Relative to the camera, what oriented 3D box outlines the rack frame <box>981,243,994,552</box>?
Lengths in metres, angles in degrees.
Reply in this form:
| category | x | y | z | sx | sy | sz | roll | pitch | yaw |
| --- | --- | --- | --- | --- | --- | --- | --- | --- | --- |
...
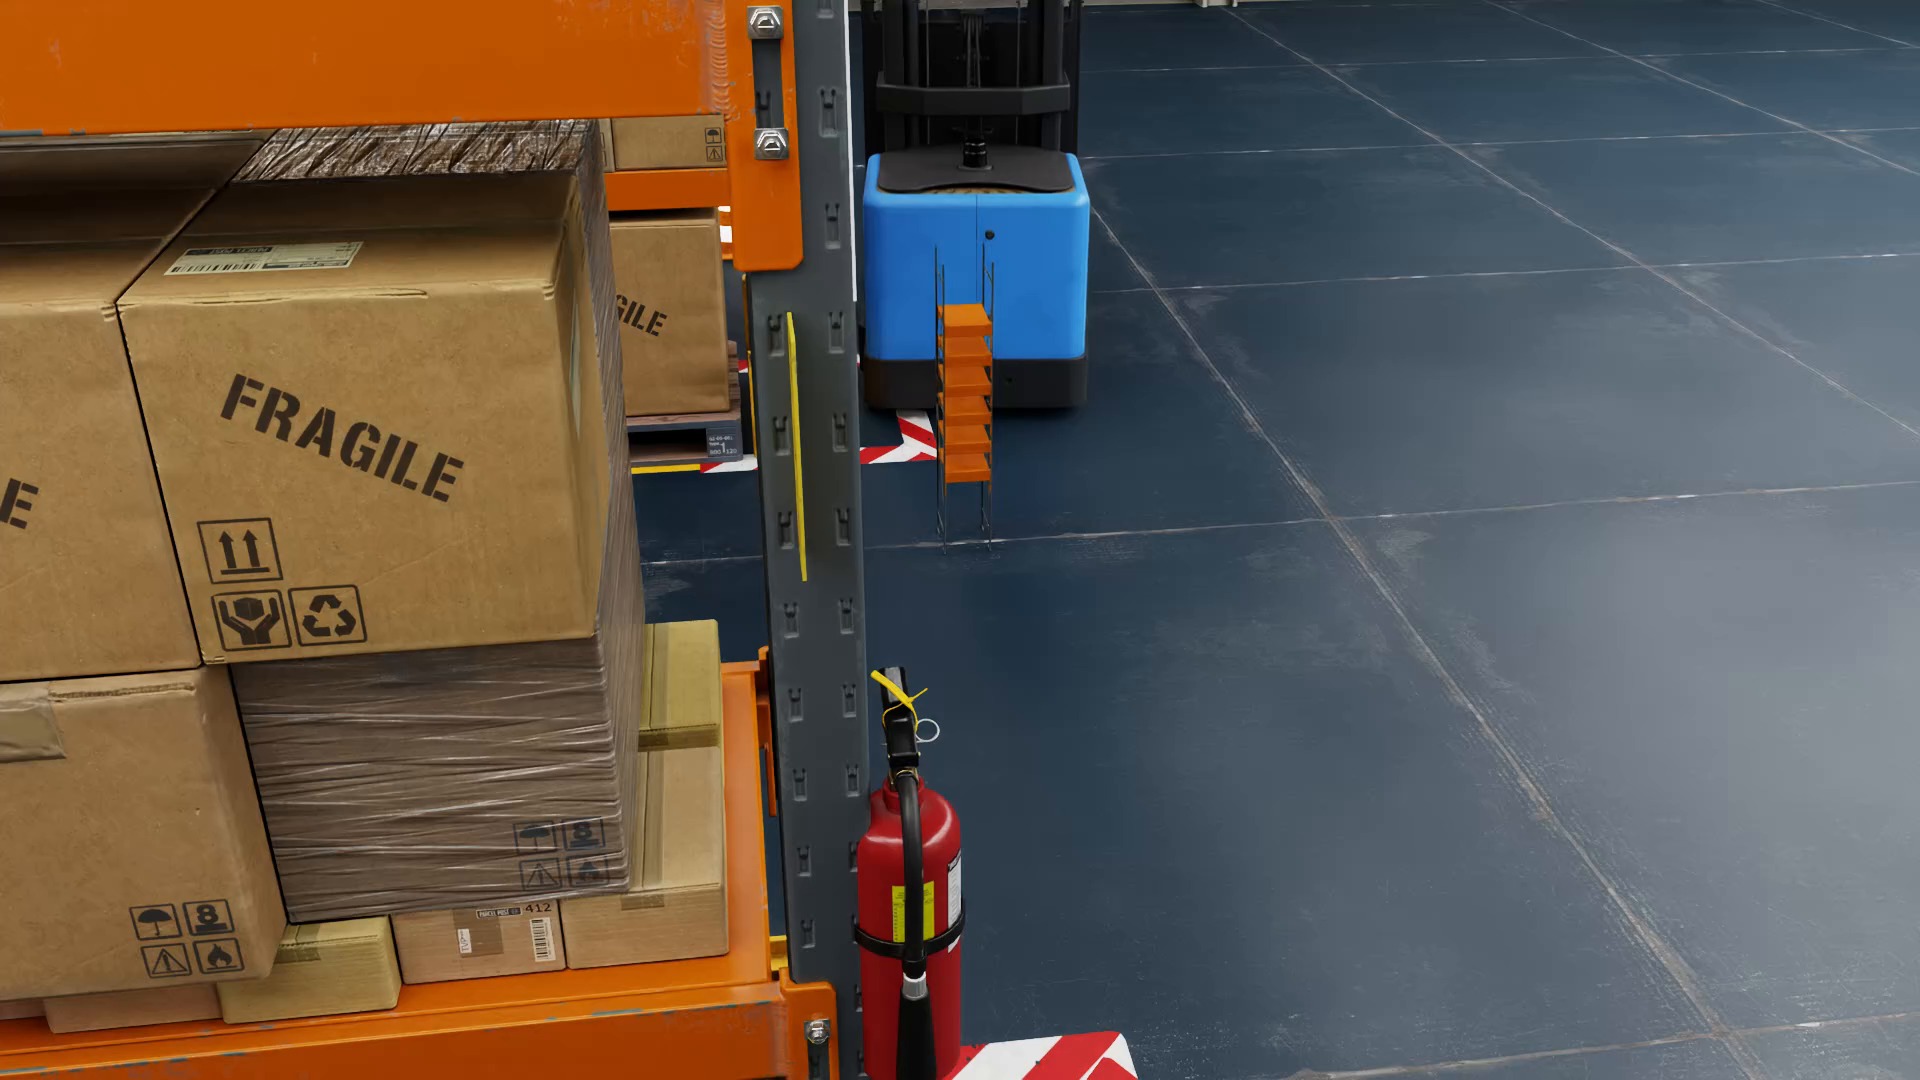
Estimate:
| category | x | y | z | sx | sy | sz | roll | pitch | yaw |
| --- | --- | --- | --- | --- | --- | --- | --- | --- | --- |
| rack frame | 0.105 | -0.541 | 6.489 | 0.006 | 1.200 | 0.240 | -4 | 27 | -7 |

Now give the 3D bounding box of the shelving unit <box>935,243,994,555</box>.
| category | x | y | z | sx | sy | sz | roll | pitch | yaw |
| --- | --- | --- | --- | --- | --- | --- | --- | --- | --- |
| shelving unit | 0.014 | -0.535 | 6.478 | 0.189 | 1.200 | 0.258 | -4 | 27 | -7 |

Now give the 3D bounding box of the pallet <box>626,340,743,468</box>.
| category | x | y | z | sx | sy | sz | roll | pitch | yaw |
| --- | --- | --- | --- | --- | --- | --- | --- | --- | --- |
| pallet | -1.632 | -0.631 | 7.749 | 1.213 | 0.211 | 1.003 | -4 | 27 | -7 |

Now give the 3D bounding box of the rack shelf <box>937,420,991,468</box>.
| category | x | y | z | sx | sy | sz | roll | pitch | yaw |
| --- | --- | --- | --- | --- | --- | --- | --- | --- | --- |
| rack shelf | 0.014 | -0.388 | 6.553 | 0.180 | 0.103 | 0.258 | -4 | 27 | -7 |

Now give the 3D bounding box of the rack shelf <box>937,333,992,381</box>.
| category | x | y | z | sx | sy | sz | roll | pitch | yaw |
| --- | --- | --- | --- | --- | --- | --- | --- | --- | --- |
| rack shelf | 0.014 | -0.709 | 6.389 | 0.180 | 0.103 | 0.258 | -4 | 27 | -7 |

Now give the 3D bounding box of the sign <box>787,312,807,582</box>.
| category | x | y | z | sx | sy | sz | roll | pitch | yaw |
| --- | --- | --- | --- | --- | --- | --- | --- | --- | --- |
| sign | -0.203 | -0.113 | 2.070 | 0.005 | 0.325 | 0.100 | -4 | 27 | -7 |

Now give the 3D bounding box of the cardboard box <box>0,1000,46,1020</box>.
| category | x | y | z | sx | sy | sz | roll | pitch | yaw |
| --- | --- | --- | --- | --- | --- | --- | --- | --- | --- |
| cardboard box | -1.505 | 0.575 | 2.620 | 0.250 | 0.149 | 0.380 | -4 | 27 | -7 |

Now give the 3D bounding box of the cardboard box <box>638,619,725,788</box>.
| category | x | y | z | sx | sy | sz | roll | pitch | yaw |
| --- | --- | --- | --- | --- | --- | --- | --- | --- | --- |
| cardboard box | -0.576 | 0.313 | 3.130 | 0.250 | 0.149 | 0.380 | -4 | 27 | -7 |

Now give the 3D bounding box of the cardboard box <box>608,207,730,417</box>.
| category | x | y | z | sx | sy | sz | roll | pitch | yaw |
| --- | --- | --- | --- | --- | --- | --- | --- | --- | --- |
| cardboard box | -1.514 | -1.127 | 7.527 | 0.875 | 0.875 | 0.875 | -4 | 27 | -7 |

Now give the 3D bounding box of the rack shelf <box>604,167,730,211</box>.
| category | x | y | z | sx | sy | sz | roll | pitch | yaw |
| --- | --- | --- | --- | --- | --- | --- | --- | --- | --- |
| rack shelf | -2.832 | -1.511 | 7.197 | 4.000 | 0.370 | 1.077 | -4 | 27 | -7 |

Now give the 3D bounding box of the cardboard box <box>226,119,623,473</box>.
| category | x | y | z | sx | sy | sz | roll | pitch | yaw |
| --- | --- | --- | --- | --- | --- | --- | --- | --- | --- |
| cardboard box | -0.843 | -0.419 | 2.751 | 0.500 | 0.500 | 0.500 | -4 | 27 | -7 |

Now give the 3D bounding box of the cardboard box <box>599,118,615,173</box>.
| category | x | y | z | sx | sy | sz | roll | pitch | yaw |
| --- | --- | --- | --- | --- | --- | --- | --- | --- | --- |
| cardboard box | -1.754 | -1.936 | 7.073 | 0.550 | 0.550 | 0.875 | -4 | 27 | -7 |

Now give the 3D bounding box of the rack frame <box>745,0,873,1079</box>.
| category | x | y | z | sx | sy | sz | roll | pitch | yaw |
| --- | --- | --- | --- | --- | --- | --- | --- | --- | --- |
| rack frame | -0.261 | 0.289 | 2.901 | 0.053 | 2.616 | 0.949 | -4 | 27 | -7 |

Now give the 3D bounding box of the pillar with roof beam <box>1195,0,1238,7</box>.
| category | x | y | z | sx | sy | sz | roll | pitch | yaw |
| --- | --- | --- | --- | --- | --- | --- | --- | --- | --- |
| pillar with roof beam | 3.390 | -7.901 | 12.291 | 0.400 | 9.000 | 9.100 | -4 | 27 | -7 |

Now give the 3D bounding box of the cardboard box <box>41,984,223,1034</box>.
| category | x | y | z | sx | sy | sz | roll | pitch | yaw |
| --- | --- | --- | --- | --- | --- | --- | --- | --- | --- |
| cardboard box | -1.252 | 0.577 | 2.614 | 0.250 | 0.149 | 0.380 | -4 | 27 | -7 |

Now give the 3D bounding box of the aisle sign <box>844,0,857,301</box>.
| category | x | y | z | sx | sy | sz | roll | pitch | yaw |
| --- | --- | --- | --- | --- | --- | --- | --- | --- | --- |
| aisle sign | -0.157 | -0.734 | 2.048 | 0.004 | 0.787 | 0.394 | -4 | 27 | -7 |

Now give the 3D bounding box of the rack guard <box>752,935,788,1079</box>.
| category | x | y | z | sx | sy | sz | roll | pitch | yaw |
| --- | --- | --- | --- | --- | --- | --- | --- | --- | --- |
| rack guard | -0.336 | 1.408 | 3.459 | 0.348 | 0.500 | 1.175 | -4 | 27 | -7 |

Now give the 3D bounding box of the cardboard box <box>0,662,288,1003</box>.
| category | x | y | z | sx | sy | sz | roll | pitch | yaw |
| --- | --- | --- | --- | --- | --- | --- | --- | --- | --- |
| cardboard box | -1.287 | 0.222 | 2.596 | 0.500 | 0.500 | 0.875 | -4 | 27 | -7 |

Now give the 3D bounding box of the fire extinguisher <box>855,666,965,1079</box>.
| category | x | y | z | sx | sy | sz | roll | pitch | yaw |
| --- | --- | --- | --- | --- | --- | --- | --- | --- | --- |
| fire extinguisher | -0.083 | 0.526 | 2.524 | 0.183 | 0.674 | 0.296 | -4 | 27 | -7 |

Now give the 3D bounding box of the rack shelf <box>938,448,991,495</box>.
| category | x | y | z | sx | sy | sz | roll | pitch | yaw |
| --- | --- | --- | --- | --- | --- | --- | --- | --- | --- |
| rack shelf | 0.014 | -0.282 | 6.608 | 0.180 | 0.103 | 0.258 | -4 | 27 | -7 |

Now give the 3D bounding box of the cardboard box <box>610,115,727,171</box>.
| category | x | y | z | sx | sy | sz | roll | pitch | yaw |
| --- | --- | --- | --- | --- | --- | --- | --- | --- | --- |
| cardboard box | -1.212 | -1.981 | 7.160 | 0.550 | 0.550 | 0.875 | -4 | 27 | -7 |

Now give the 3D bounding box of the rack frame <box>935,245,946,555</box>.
| category | x | y | z | sx | sy | sz | roll | pitch | yaw |
| --- | --- | --- | --- | --- | --- | --- | --- | --- | --- |
| rack frame | -0.076 | -0.529 | 6.467 | 0.006 | 1.200 | 0.240 | -4 | 27 | -7 |

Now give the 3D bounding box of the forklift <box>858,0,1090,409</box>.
| category | x | y | z | sx | sy | sz | roll | pitch | yaw |
| --- | --- | --- | --- | --- | --- | --- | --- | --- | --- |
| forklift | 0.052 | -2.549 | 8.507 | 1.130 | 2.935 | 3.031 | 0 | 27 | -1 |

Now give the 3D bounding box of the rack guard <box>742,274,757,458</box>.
| category | x | y | z | sx | sy | sz | roll | pitch | yaw |
| --- | --- | --- | --- | --- | --- | --- | --- | --- | --- |
| rack guard | -0.828 | -0.848 | 7.854 | 0.348 | 0.500 | 1.175 | -4 | 27 | -7 |

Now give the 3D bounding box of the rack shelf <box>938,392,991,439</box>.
| category | x | y | z | sx | sy | sz | roll | pitch | yaw |
| --- | --- | --- | --- | --- | --- | --- | --- | --- | --- |
| rack shelf | 0.014 | -0.495 | 6.498 | 0.180 | 0.103 | 0.258 | -4 | 27 | -7 |

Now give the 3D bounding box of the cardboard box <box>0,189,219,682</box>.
| category | x | y | z | sx | sy | sz | roll | pitch | yaw |
| --- | --- | --- | --- | --- | --- | --- | --- | --- | --- |
| cardboard box | -1.265 | -0.150 | 2.226 | 0.500 | 0.500 | 0.500 | -4 | 27 | -7 |

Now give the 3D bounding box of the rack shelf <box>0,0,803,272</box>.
| category | x | y | z | sx | sy | sz | roll | pitch | yaw |
| --- | --- | --- | --- | --- | --- | --- | --- | --- | --- |
| rack shelf | -2.241 | -0.597 | 2.130 | 4.000 | 0.370 | 1.077 | -4 | 27 | -7 |

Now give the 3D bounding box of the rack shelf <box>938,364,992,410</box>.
| category | x | y | z | sx | sy | sz | roll | pitch | yaw |
| --- | --- | --- | --- | --- | --- | --- | --- | --- | --- |
| rack shelf | 0.014 | -0.602 | 6.443 | 0.180 | 0.103 | 0.258 | -4 | 27 | -7 |

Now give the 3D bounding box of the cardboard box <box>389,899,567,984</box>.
| category | x | y | z | sx | sy | sz | roll | pitch | yaw |
| --- | --- | --- | --- | --- | --- | --- | --- | --- | --- |
| cardboard box | -0.761 | 0.529 | 2.708 | 0.250 | 0.149 | 0.380 | -4 | 27 | -7 |

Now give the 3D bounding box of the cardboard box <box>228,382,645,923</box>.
| category | x | y | z | sx | sy | sz | roll | pitch | yaw |
| --- | --- | --- | --- | --- | --- | --- | --- | --- | --- |
| cardboard box | -0.809 | 0.136 | 2.763 | 0.500 | 0.500 | 0.875 | -4 | 27 | -7 |

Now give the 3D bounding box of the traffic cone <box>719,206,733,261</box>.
| category | x | y | z | sx | sy | sz | roll | pitch | yaw |
| --- | --- | --- | --- | --- | --- | --- | --- | --- | --- |
| traffic cone | -1.396 | -1.970 | 10.083 | 0.334 | 0.463 | 0.336 | -4 | 27 | -7 |

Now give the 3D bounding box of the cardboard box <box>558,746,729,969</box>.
| category | x | y | z | sx | sy | sz | roll | pitch | yaw |
| --- | --- | --- | --- | --- | --- | --- | --- | --- | --- |
| cardboard box | -0.514 | 0.514 | 2.738 | 0.250 | 0.149 | 0.380 | -4 | 27 | -7 |

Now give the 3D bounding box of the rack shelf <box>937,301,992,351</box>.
| category | x | y | z | sx | sy | sz | roll | pitch | yaw |
| --- | --- | --- | --- | --- | --- | --- | --- | --- | --- |
| rack shelf | 0.014 | -0.816 | 6.334 | 0.180 | 0.103 | 0.258 | -4 | 27 | -7 |

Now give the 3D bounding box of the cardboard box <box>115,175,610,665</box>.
| category | x | y | z | sx | sy | sz | roll | pitch | yaw |
| --- | --- | --- | --- | --- | --- | --- | --- | --- | --- |
| cardboard box | -0.771 | -0.184 | 2.293 | 0.500 | 0.500 | 0.500 | -4 | 27 | -7 |

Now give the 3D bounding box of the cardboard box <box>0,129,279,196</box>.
| category | x | y | z | sx | sy | sz | roll | pitch | yaw |
| --- | --- | --- | --- | --- | --- | --- | --- | --- | --- |
| cardboard box | -1.339 | -0.391 | 2.695 | 0.500 | 0.500 | 0.500 | -4 | 27 | -7 |

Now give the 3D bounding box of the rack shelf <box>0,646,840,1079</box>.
| category | x | y | z | sx | sy | sz | roll | pitch | yaw |
| --- | --- | --- | --- | --- | --- | --- | --- | --- | --- |
| rack shelf | -2.241 | 0.738 | 2.814 | 4.000 | 0.370 | 1.077 | -4 | 27 | -7 |

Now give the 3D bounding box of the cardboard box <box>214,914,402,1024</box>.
| category | x | y | z | sx | sy | sz | roll | pitch | yaw |
| --- | --- | --- | --- | --- | --- | --- | --- | --- | --- |
| cardboard box | -1.002 | 0.569 | 2.631 | 0.250 | 0.149 | 0.380 | -4 | 27 | -7 |
